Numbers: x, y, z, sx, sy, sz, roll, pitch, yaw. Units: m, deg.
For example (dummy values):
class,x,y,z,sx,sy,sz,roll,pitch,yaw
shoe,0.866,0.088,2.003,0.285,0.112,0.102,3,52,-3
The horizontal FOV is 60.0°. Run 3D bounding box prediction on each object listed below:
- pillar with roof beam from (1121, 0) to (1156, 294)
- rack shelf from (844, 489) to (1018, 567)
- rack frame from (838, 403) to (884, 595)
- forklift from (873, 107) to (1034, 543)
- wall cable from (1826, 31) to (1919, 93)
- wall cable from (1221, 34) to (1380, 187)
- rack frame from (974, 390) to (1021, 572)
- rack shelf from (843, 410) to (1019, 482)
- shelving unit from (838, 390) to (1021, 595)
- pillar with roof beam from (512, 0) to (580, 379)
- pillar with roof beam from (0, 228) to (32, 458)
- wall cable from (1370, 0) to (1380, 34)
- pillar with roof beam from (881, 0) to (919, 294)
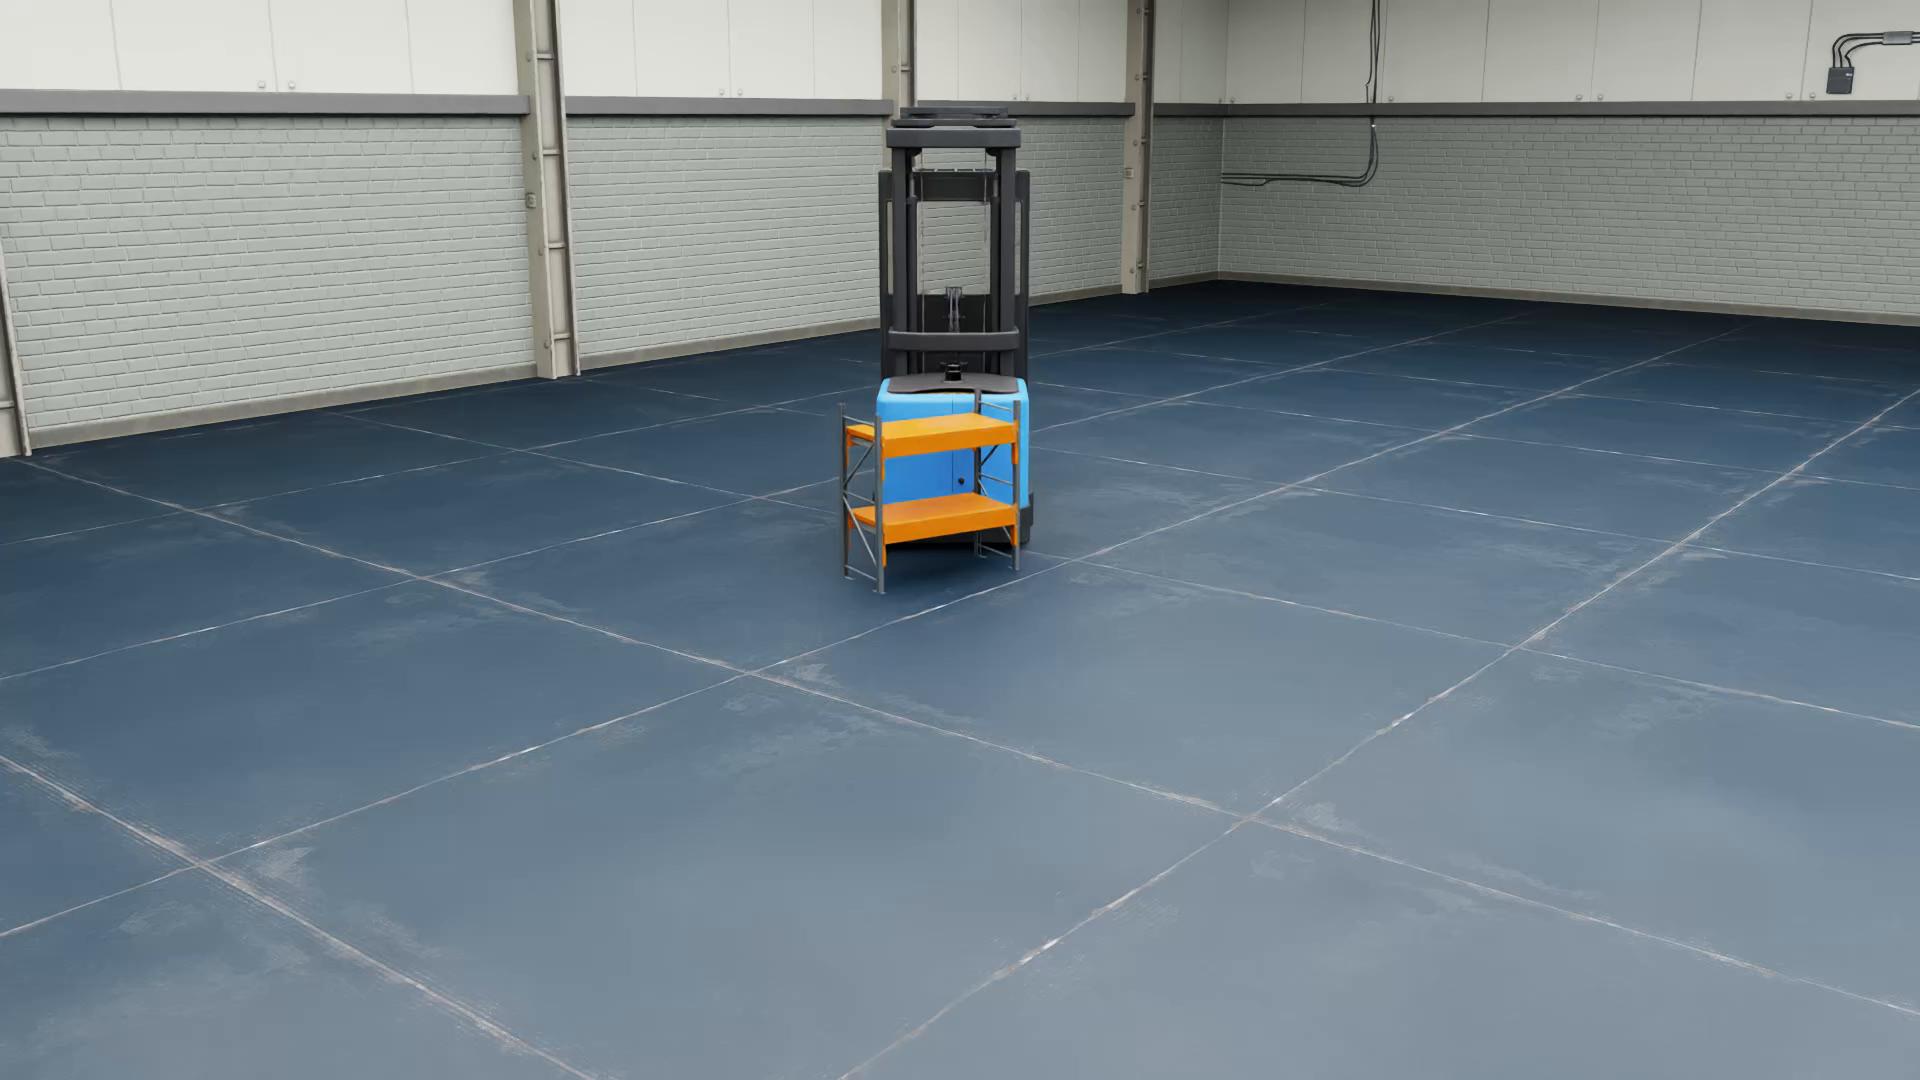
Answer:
class,x,y,z,sx,sy,sz,roll,pitch,yaw
pillar with roof beam,6.295,-7.874,24.343,9.100,9.000,0.400,11,18,38
rack shelf,-0.189,-0.087,10.676,1.000,0.278,0.538,-9,17,-31
rack frame,-0.617,-0.257,10.351,0.032,1.125,0.500,-9,17,-31
forklift,-0.041,-1.705,12.382,1.130,2.935,3.031,0,14,0
wall cable,13.201,-9.076,22.167,2.305,6.003,0.169,11,18,38
wall cable,5.827,-7.395,28.763,3.097,2.526,0.112,11,18,38
rack frame,0.240,-0.392,10.881,0.032,1.125,0.500,-9,17,-31
rack shelf,-0.189,-0.608,10.544,1.000,0.278,0.538,-9,17,-31
shelving unit,-0.189,-0.324,10.616,1.048,1.125,0.538,-9,17,-31
pillar with roof beam,-1.247,-5.576,15.297,9.100,9.000,0.400,11,18,38
pillar with roof beam,-5.018,-4.427,10.774,9.100,9.000,0.400,11,18,38
wall cable,7.931,-9.424,26.493,3.097,2.526,0.112,11,18,38
pillar with roof beam,2.524,-6.725,19.820,9.100,9.000,0.400,11,18,38
